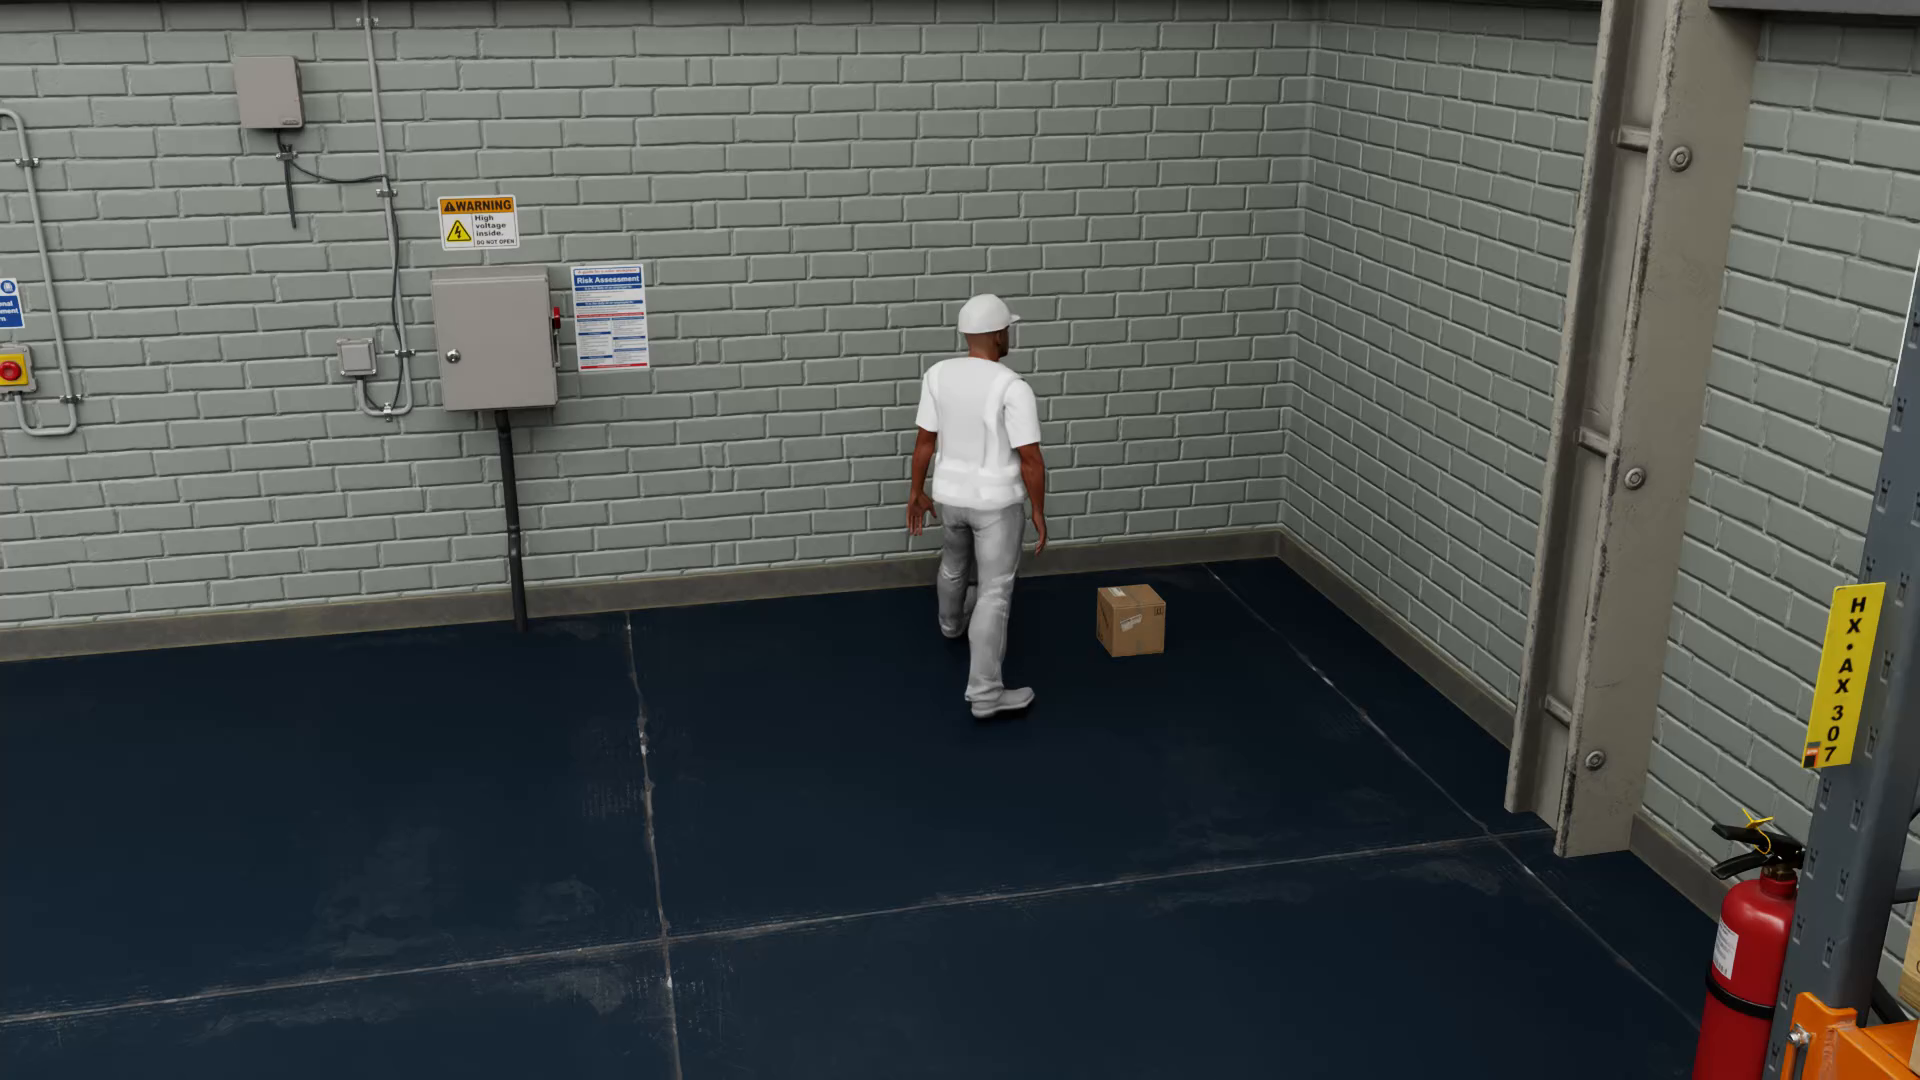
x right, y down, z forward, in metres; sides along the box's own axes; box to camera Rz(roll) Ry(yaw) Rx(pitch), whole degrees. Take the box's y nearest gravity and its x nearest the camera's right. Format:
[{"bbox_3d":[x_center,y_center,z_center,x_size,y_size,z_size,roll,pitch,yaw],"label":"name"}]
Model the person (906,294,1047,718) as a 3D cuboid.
[{"bbox_3d":[0.094,-0.224,7.190,0.850,1.703,0.895,14,24,35],"label":"person"}]
